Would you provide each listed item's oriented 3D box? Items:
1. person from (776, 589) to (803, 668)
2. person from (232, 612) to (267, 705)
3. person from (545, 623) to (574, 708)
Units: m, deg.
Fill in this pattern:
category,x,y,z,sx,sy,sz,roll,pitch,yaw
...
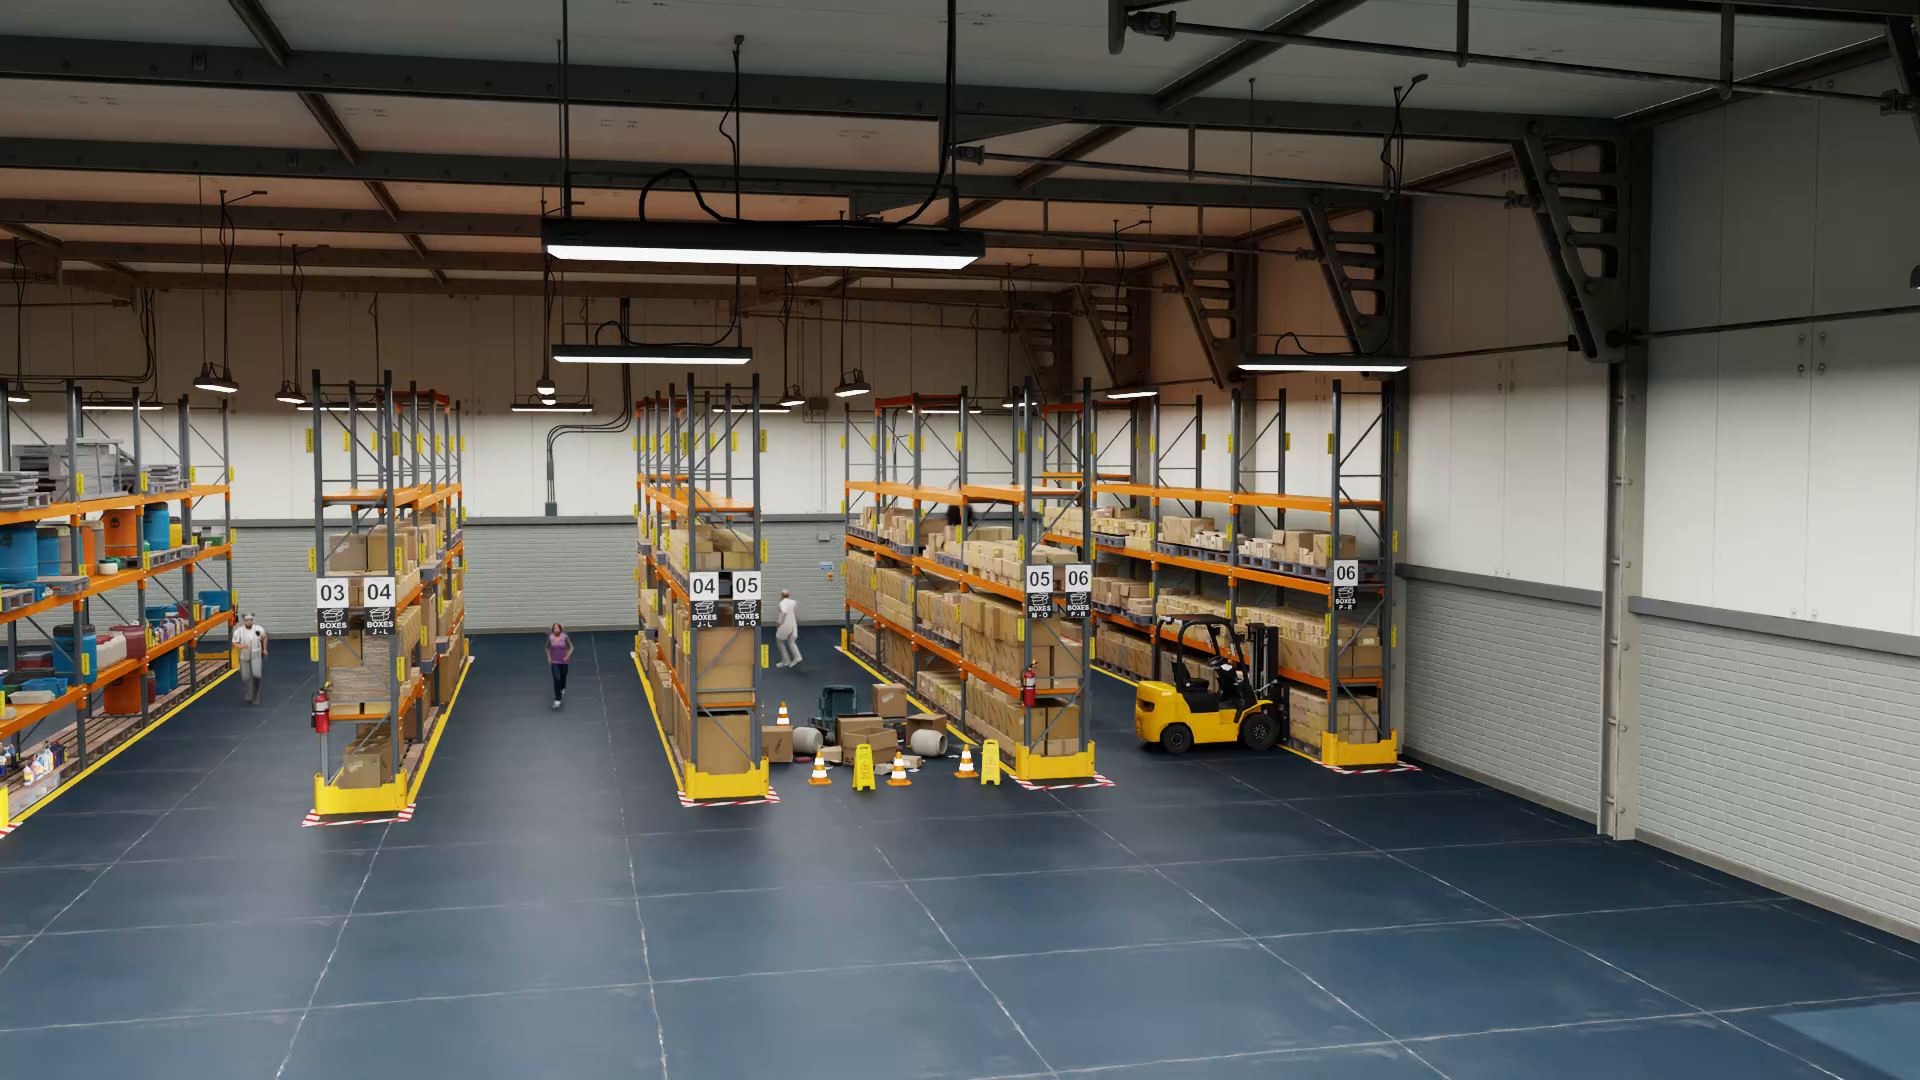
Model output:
category,x,y,z,sx,sy,sz,roll,pitch,yaw
person,-3.752,1.981,37.020,0.922,1.756,0.667,3,5,45
person,-13.641,2.288,31.948,0.618,1.812,0.832,-1,4,-22
person,-7.685,2.369,31.909,0.541,1.606,0.733,-1,3,-9
